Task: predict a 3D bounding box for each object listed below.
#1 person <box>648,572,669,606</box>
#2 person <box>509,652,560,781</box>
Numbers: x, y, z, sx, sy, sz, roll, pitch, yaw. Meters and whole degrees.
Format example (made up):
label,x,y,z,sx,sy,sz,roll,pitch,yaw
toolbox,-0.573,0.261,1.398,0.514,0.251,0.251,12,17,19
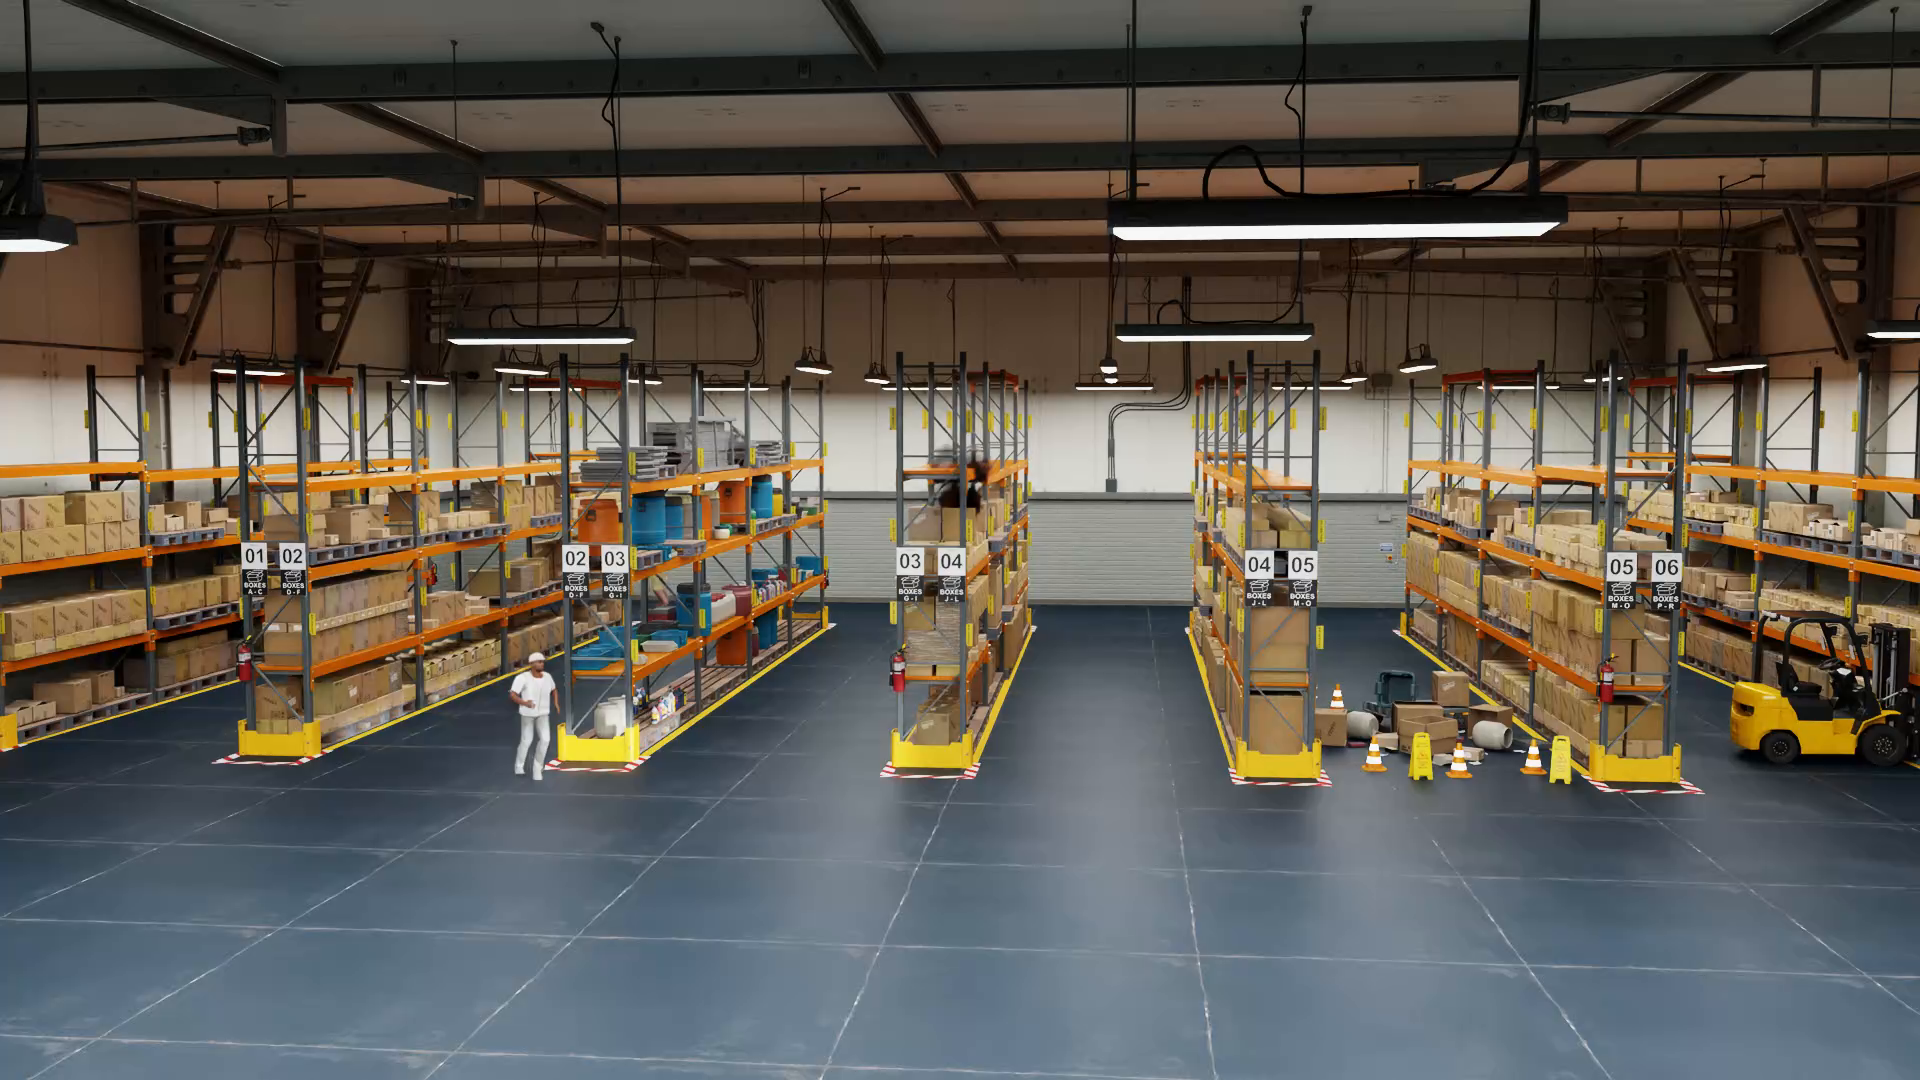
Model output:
label,x,y,z,sx,sy,sz,roll,pitch,yaw
person,-7.482,1.248,41.407,0.875,1.595,0.635,3,5,38
person,-5.963,2.480,23.402,0.769,1.789,0.671,-3,5,-36
